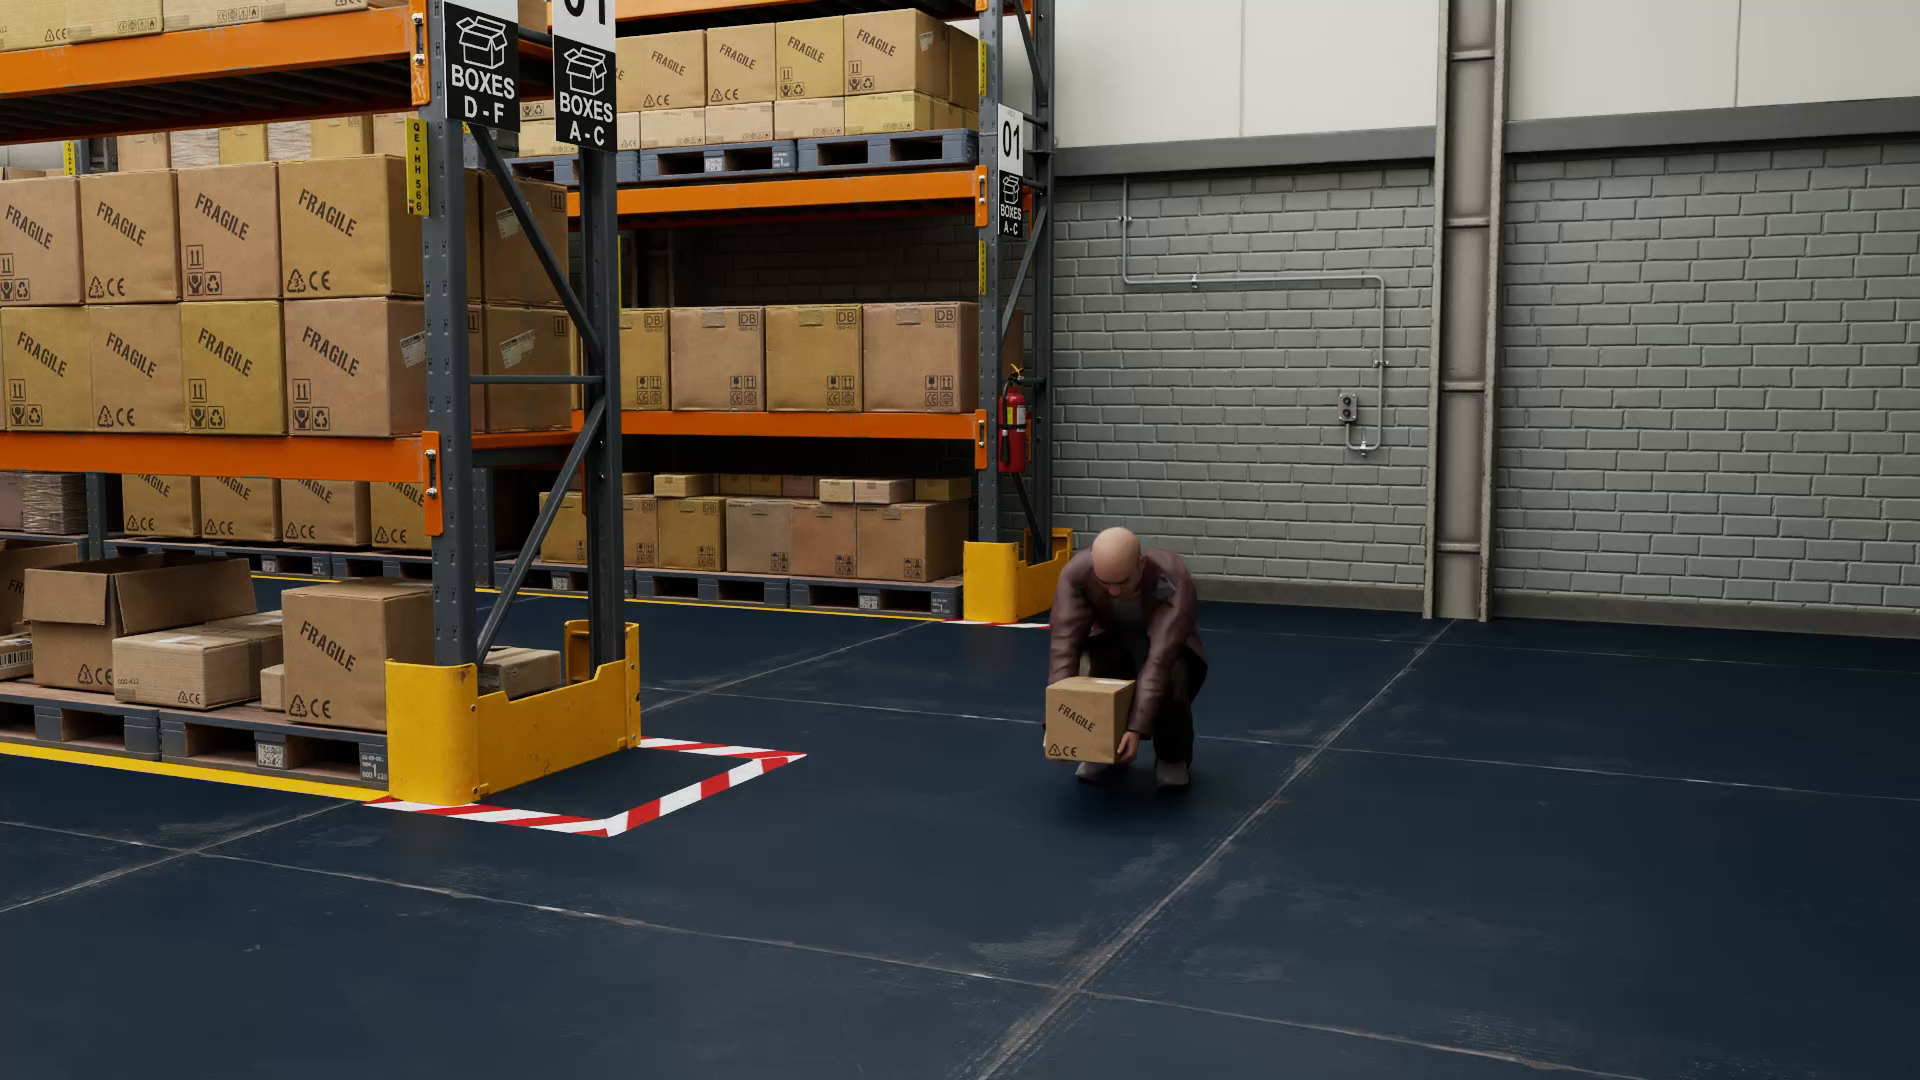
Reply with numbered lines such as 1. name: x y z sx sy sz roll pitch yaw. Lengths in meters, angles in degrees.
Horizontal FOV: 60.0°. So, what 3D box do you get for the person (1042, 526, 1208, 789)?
1. person: 0.610 0.436 6.133 0.577 0.979 0.940 2 6 22
